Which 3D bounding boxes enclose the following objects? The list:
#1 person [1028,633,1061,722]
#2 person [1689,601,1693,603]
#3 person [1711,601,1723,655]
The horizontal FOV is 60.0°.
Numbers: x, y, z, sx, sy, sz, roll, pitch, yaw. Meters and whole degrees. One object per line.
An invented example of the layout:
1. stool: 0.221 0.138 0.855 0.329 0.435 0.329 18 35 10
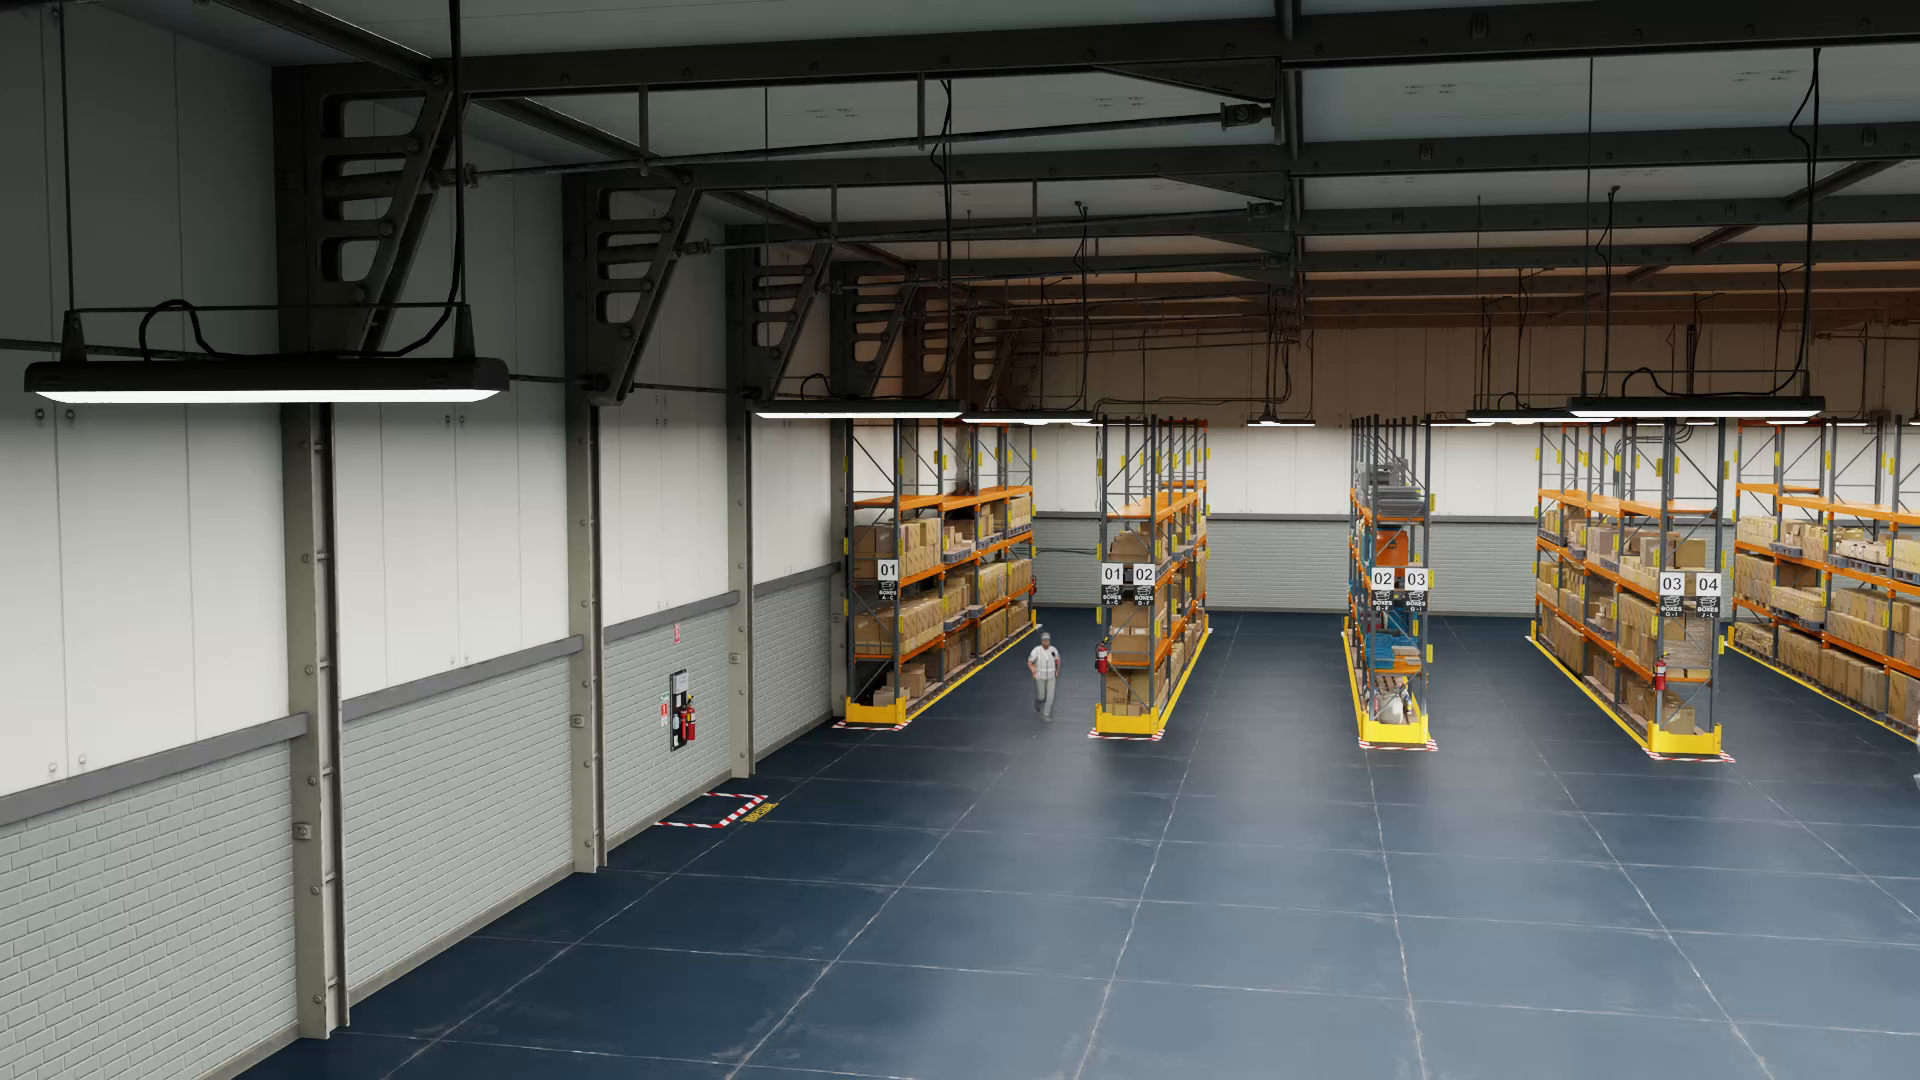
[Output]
1. person: 1.676 2.687 32.794 0.672 1.760 0.644 -1 4 -9
2. person: 17.464 2.175 39.902 0.583 1.575 0.735 0 4 5
3. person: 18.652 2.063 41.477 0.693 1.619 1.005 0 4 4
